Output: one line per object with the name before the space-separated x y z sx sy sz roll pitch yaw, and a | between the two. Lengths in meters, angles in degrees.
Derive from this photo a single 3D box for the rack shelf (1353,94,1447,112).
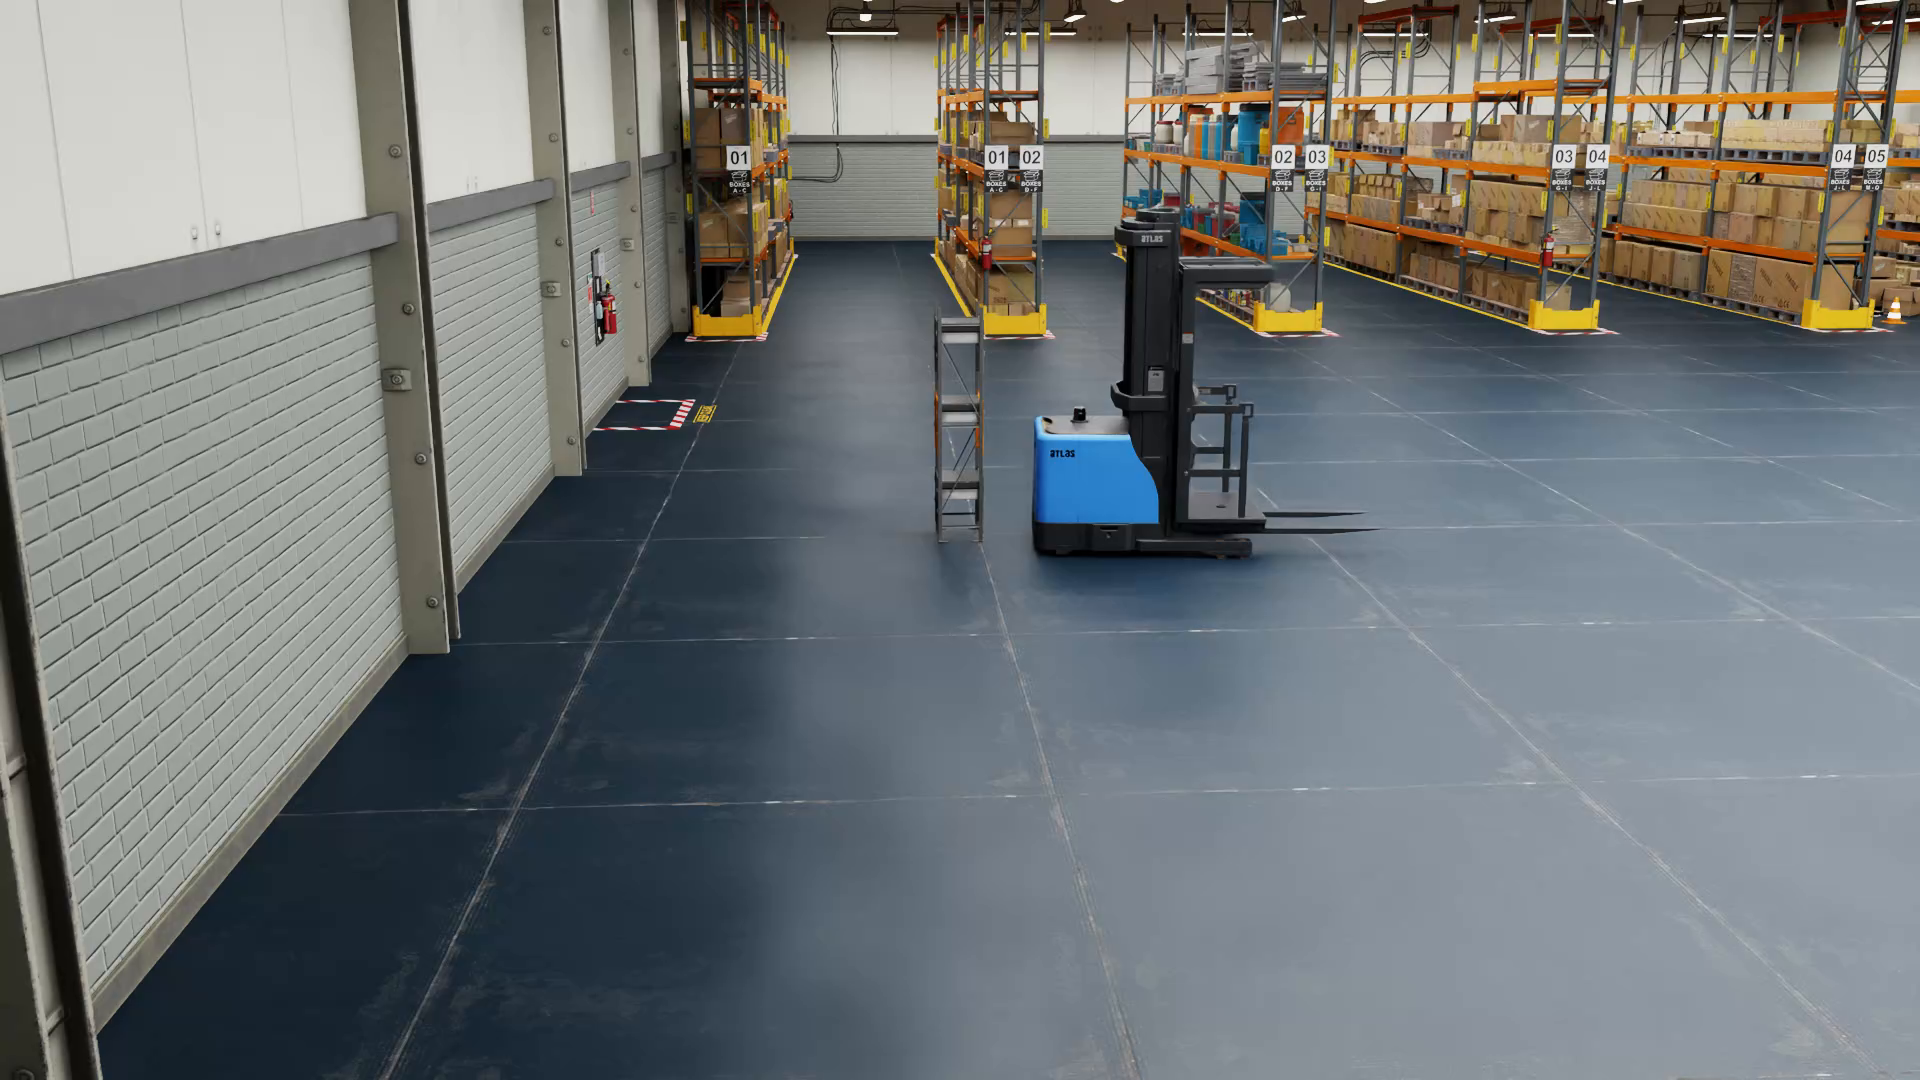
rack shelf | 10.178 -10.085 38.412 1.077 0.370 4.000 -1 14 -3

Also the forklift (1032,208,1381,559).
forklift | 2.169 -1.390 14.547 3.031 2.935 1.130 0 14 1

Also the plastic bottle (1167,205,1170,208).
plastic bottle | 4.849 -7.622 38.730 0.144 0.351 0.185 -1 14 -3

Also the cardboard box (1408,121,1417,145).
cardboard box | 10.075 -8.847 36.168 0.500 0.500 0.500 -1 14 -3

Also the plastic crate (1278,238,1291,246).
plastic crate | 5.960 -5.626 31.401 0.530 0.136 0.437 -1 14 -3

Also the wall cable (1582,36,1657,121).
wall cable | 19.815 -13.694 50.190 2.355 3.000 0.029 -1 14 -3

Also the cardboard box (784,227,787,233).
cardboard box | -4.675 -8.027 43.075 0.380 0.149 0.250 0 14 -2

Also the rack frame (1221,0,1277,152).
rack frame | 5.607 -9.059 32.175 1.000 3.000 0.127 -1 14 -3

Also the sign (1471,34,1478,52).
sign | 9.997 -9.654 32.298 0.100 0.325 0.005 -1 14 -3

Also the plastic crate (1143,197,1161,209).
plastic crate | 4.742 -8.275 41.081 0.392 0.384 0.575 -1 14 -3

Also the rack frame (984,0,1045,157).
rack frame | 0.910 -7.989 28.015 1.000 3.000 0.127 -1 14 -3

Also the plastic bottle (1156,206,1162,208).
plastic bottle | 4.782 -7.871 39.847 0.152 0.276 0.135 -1 14 -3

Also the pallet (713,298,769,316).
pallet | -4.204 -4.484 32.029 1.003 0.211 1.213 -1 14 -3

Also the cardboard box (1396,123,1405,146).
cardboard box | 10.193 -9.081 37.233 0.797 0.503 0.637 0 14 0

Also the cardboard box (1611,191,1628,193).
cardboard box | 15.359 -8.025 38.664 0.380 0.149 0.250 0 14 -1

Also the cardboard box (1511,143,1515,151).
cardboard box | 10.425 -7.265 30.724 0.380 0.149 0.250 -2 15 -6

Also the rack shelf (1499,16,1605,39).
rack shelf | 14.887 -12.935 42.014 1.077 0.370 4.000 -1 14 -3

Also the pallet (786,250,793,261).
pallet | -4.897 -7.437 43.507 1.003 0.211 1.213 -1 14 -3

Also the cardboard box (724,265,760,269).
cardboard box | -4.426 -5.314 33.792 0.700 0.500 0.500 -1 14 -5

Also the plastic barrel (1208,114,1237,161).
plastic barrel | 5.318 -8.135 33.597 0.600 0.901 0.600 0 14 0

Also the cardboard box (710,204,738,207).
cardboard box | -4.432 -6.052 31.284 0.500 0.500 0.500 -1 14 -4

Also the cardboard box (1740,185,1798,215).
cardboard box | 15.542 -6.513 31.853 0.875 0.550 0.550 -1 14 -3

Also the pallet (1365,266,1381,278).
pallet | 10.256 -6.374 39.377 1.003 0.211 1.213 -1 14 -3

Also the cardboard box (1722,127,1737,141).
cardboard box | 15.258 -7.931 32.474 0.500 0.250 0.500 -1 14 -3

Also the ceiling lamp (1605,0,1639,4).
ceiling lamp | 13.309 -11.971 31.781 0.800 3.185 2.000 -1 14 -3

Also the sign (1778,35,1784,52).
sign | 16.062 -9.718 32.546 0.100 0.325 0.005 -1 14 -3

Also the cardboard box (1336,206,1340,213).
cardboard box | 9.677 -8.297 41.756 0.380 0.149 0.250 -1 14 -4

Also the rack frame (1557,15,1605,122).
rack frame | 15.011 -11.176 40.405 1.000 3.000 0.127 -1 14 -3

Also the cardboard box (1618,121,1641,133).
cardboard box | 14.975 -9.245 37.180 0.396 0.266 0.258 -1 14 -3

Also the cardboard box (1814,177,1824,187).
cardboard box | 19.900 -8.035 38.028 0.500 0.500 0.500 -1 14 -5

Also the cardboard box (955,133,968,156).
cardboard box | 0.354 -8.682 36.529 0.910 0.500 0.500 -1 14 -3

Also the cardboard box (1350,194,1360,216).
cardboard box | 9.833 -8.150 40.481 0.500 0.500 0.500 -1 14 -3

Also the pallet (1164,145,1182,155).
pallet | 5.330 -9.029 38.458 1.003 0.211 1.213 -1 14 -3

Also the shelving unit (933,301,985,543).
shelving unit | -0.010 -1.058 14.925 0.431 2.100 0.503 -1 14 -3

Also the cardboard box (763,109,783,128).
cardboard box | -4.541 -10.167 40.254 0.500 0.500 0.500 -1 14 -4

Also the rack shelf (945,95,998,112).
rack shelf | 0.291 -9.933 37.821 1.077 0.370 4.000 -1 14 -3

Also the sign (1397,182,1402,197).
sign | 9.749 -7.776 36.906 0.100 0.325 0.005 -1 14 -3

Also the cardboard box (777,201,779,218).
cardboard box | -4.327 -7.453 37.135 0.500 0.500 0.500 0 14 -2

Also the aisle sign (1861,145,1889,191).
aisle sign | 16.058 -6.533 29.179 0.394 0.787 0.004 -1 14 -3

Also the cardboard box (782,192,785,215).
cardboard box | -4.794 -8.271 40.549 0.980 0.700 0.700 -1 14 -3

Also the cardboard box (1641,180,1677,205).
cardboard box | 15.310 -7.571 36.226 0.700 0.500 0.500 -1 14 -4

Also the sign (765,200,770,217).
sign | -3.740 -6.430 32.261 0.100 0.325 0.005 -1 14 -3

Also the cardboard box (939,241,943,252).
cardboard box | -0.299 -7.680 43.490 0.500 0.250 0.500 -1 14 -3

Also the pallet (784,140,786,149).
pallet | -4.890 -9.906 41.666 1.003 0.211 1.213 -1 14 -3

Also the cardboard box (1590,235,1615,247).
cardboard box | 14.913 -6.924 38.585 0.500 0.250 0.500 -1 14 -3

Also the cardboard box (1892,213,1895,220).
cardboard box | 20.171 -6.909 35.522 0.380 0.149 0.250 -1 14 -5

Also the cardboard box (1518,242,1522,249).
cardboard box | 10.518 -5.430 30.615 0.380 0.149 0.250 -1 14 -3

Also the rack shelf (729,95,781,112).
rack shelf | -4.653 -9.856 37.520 1.077 0.370 4.000 -1 14 -3

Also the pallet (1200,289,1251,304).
pallet | 5.519 -4.998 34.027 1.003 0.211 1.213 -1 14 -3

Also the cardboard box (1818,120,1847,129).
cardboard box | 15.395 -7.334 29.352 0.380 0.149 0.250 -1 14 -3

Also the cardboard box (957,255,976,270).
cardboard box | 0.195 -5.951 35.685 0.500 0.311 0.500 -1 14 -5

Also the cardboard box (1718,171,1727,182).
cardboard box | 19.617 -9.145 42.341 0.500 0.500 0.500 -1 14 -4

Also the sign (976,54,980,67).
sign | 0.474 -12.500 43.359 0.100 0.325 0.005 -1 14 -3
